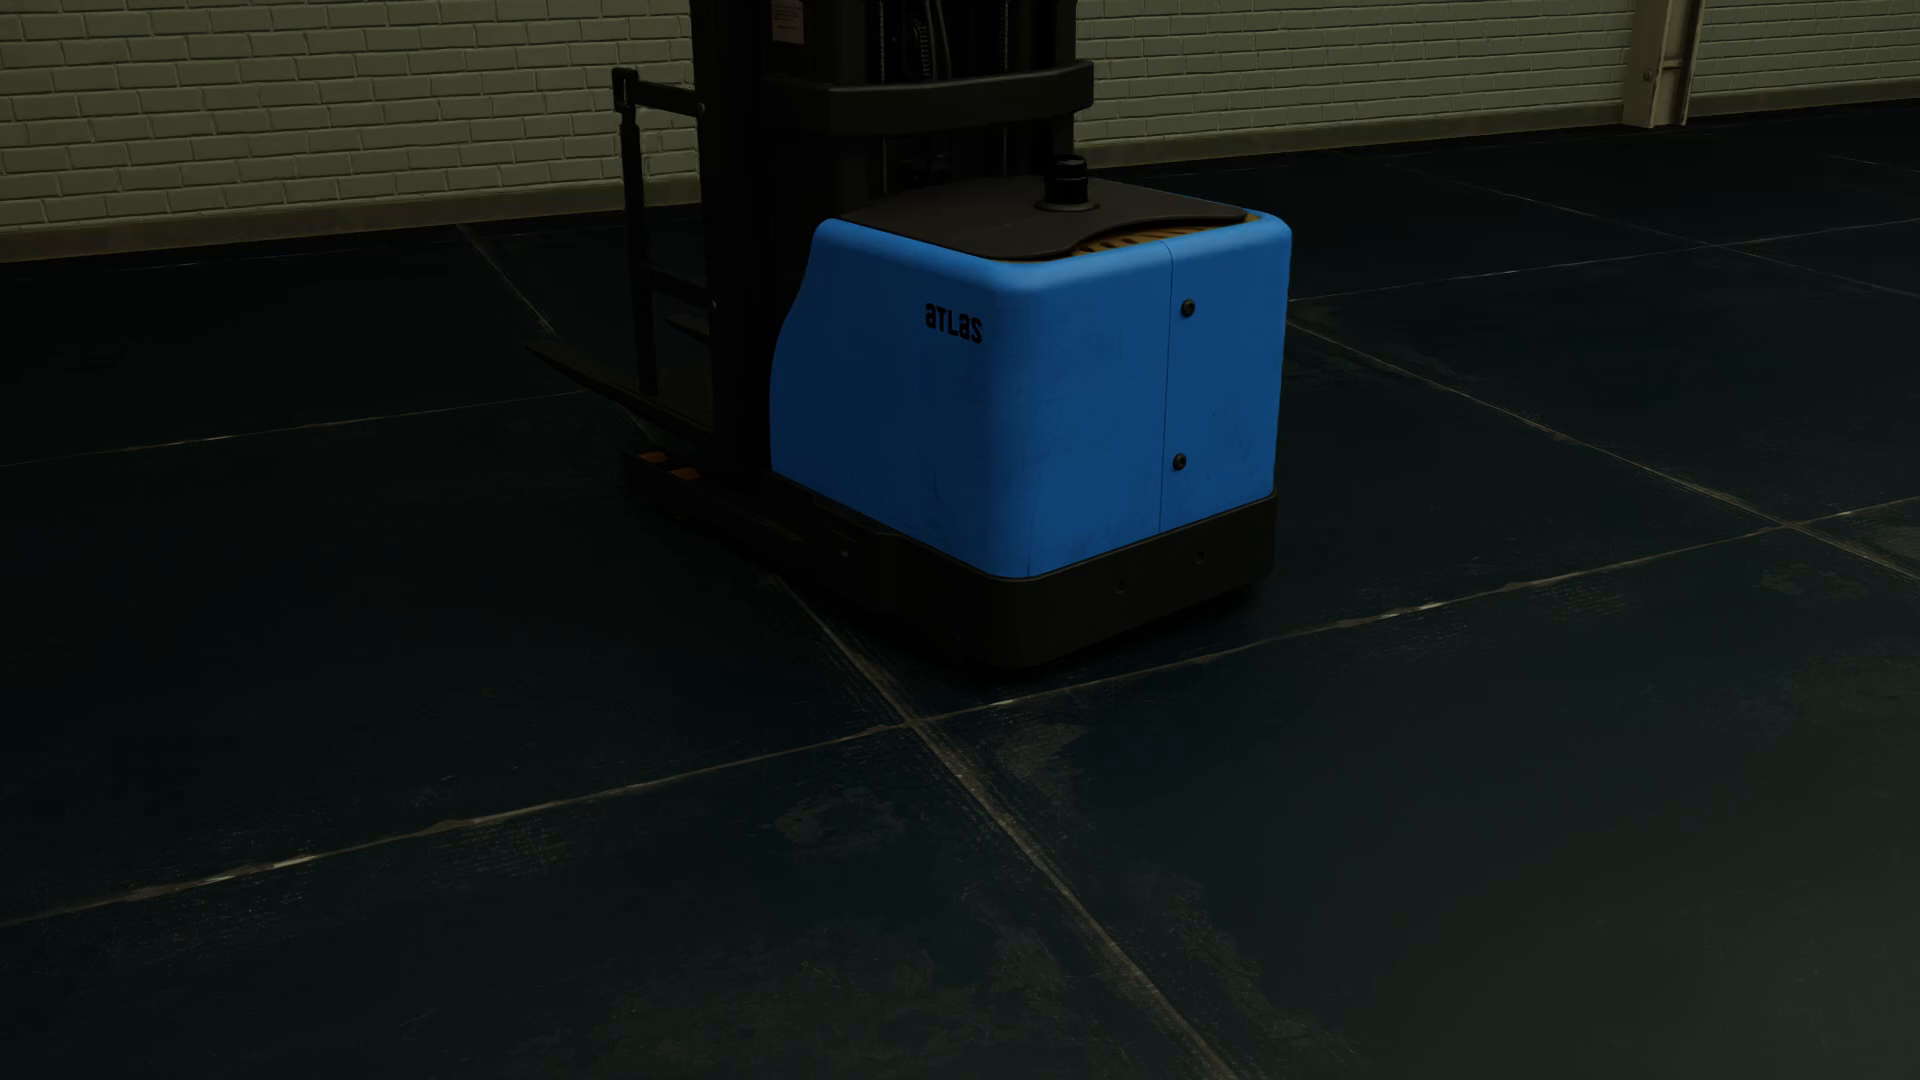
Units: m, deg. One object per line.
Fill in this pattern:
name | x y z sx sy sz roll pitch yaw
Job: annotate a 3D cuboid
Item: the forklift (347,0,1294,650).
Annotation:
forklift | -0.592 -1.452 4.782 3.031 2.935 1.130 12 25 26
